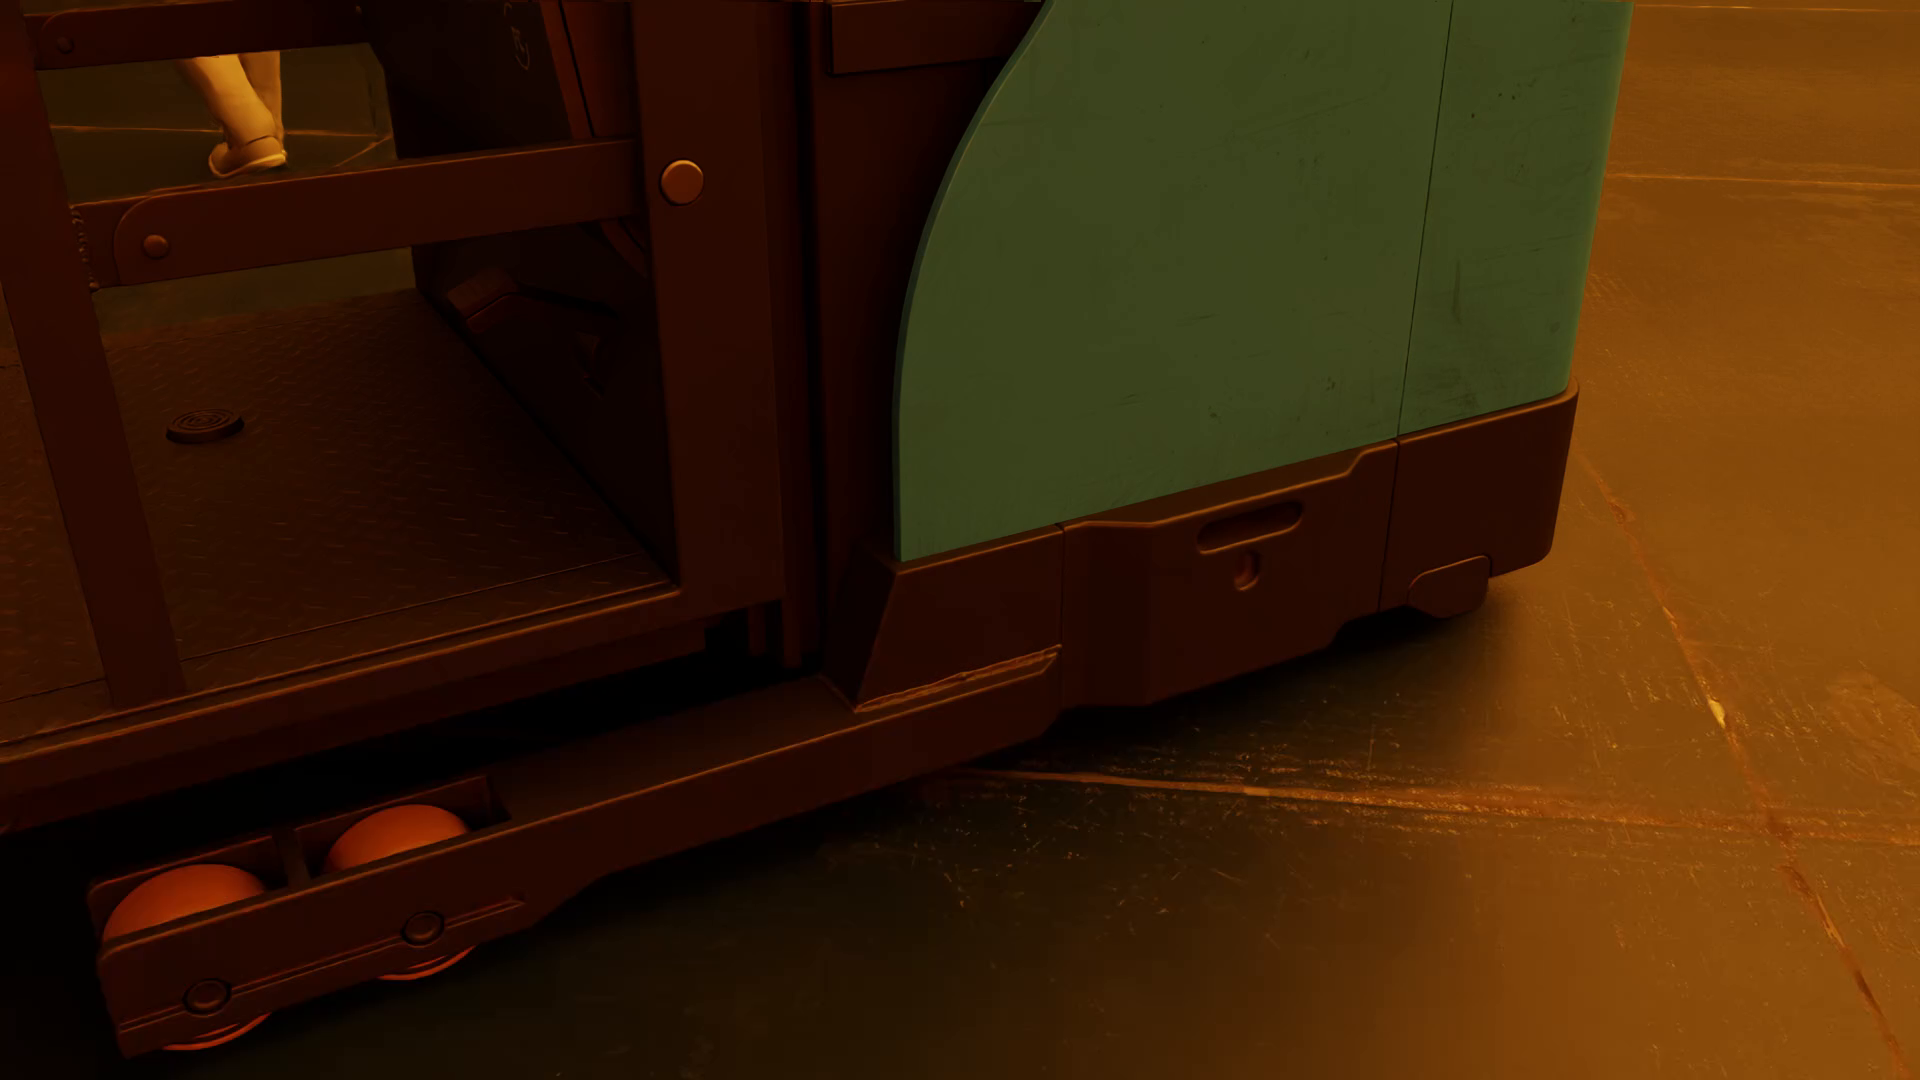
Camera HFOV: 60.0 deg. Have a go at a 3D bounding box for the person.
[{"bbox_3d":[-1.884,-1.722,4.133,0.850,1.645,0.722,-24,35,-39],"label":"person"}]

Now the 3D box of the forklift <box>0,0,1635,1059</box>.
[{"bbox_3d":[-0.708,-1.108,1.437,3.031,2.935,1.130,-14,30,-26],"label":"forklift"}]
